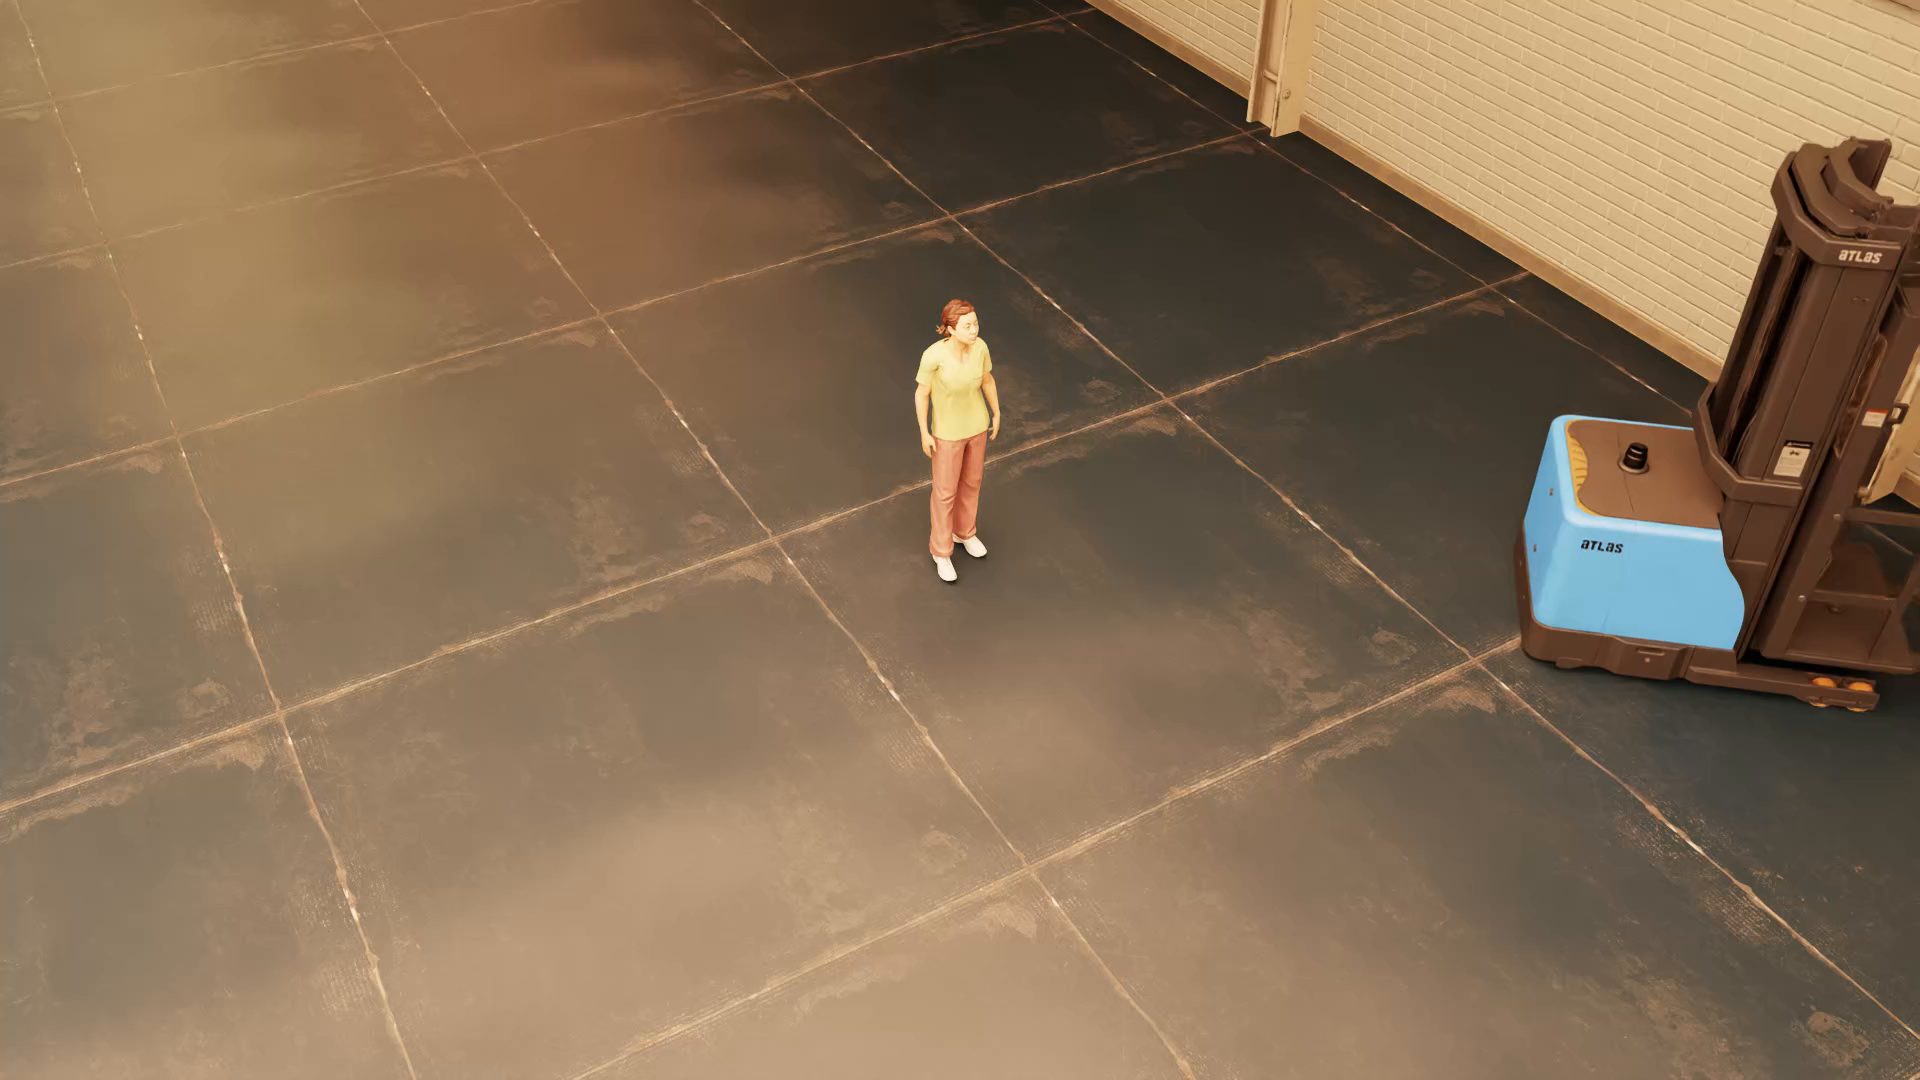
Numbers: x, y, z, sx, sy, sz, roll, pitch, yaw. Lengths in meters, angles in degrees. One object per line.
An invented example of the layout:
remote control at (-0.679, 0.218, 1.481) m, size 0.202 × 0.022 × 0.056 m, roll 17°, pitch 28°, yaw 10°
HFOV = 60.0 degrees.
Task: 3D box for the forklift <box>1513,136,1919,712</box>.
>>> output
forklift at (4.777, -0.550, 8.699) m, size 3.031 × 2.935 × 1.130 m, roll 7°, pitch 40°, yaw 8°

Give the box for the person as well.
person at (0.027, -0.606, 9.739) m, size 0.555 × 1.675 × 0.549 m, roll -20°, pitch 44°, yaw -23°
